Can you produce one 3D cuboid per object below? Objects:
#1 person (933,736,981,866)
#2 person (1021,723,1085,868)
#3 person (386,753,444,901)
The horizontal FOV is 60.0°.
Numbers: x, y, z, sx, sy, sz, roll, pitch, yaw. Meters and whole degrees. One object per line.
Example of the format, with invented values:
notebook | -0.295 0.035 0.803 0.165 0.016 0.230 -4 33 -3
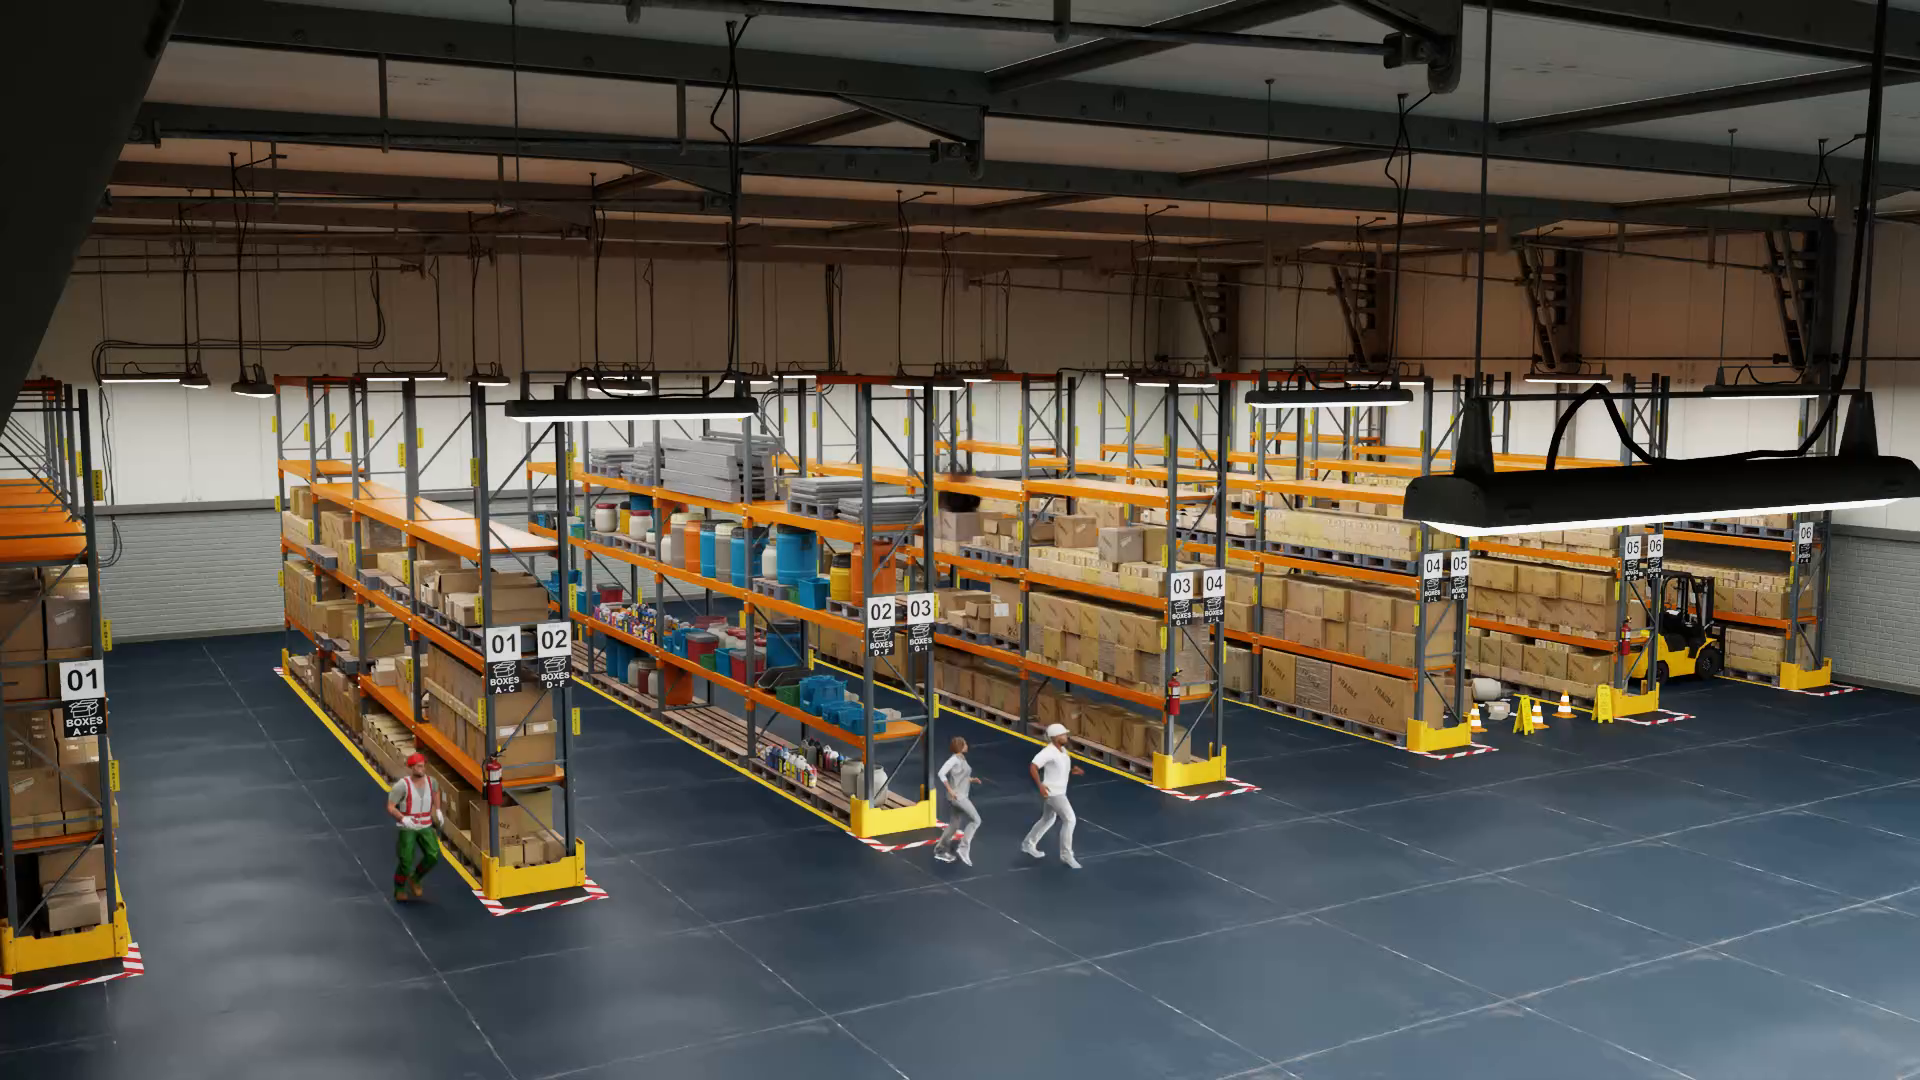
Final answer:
person | -0.036 3.267 20.905 0.603 1.603 0.541 0 6 -3
person | 1.161 3.186 20.831 0.797 1.819 0.683 1 6 8
person | -6.299 3.337 19.365 0.727 1.731 0.581 -6 9 -43
